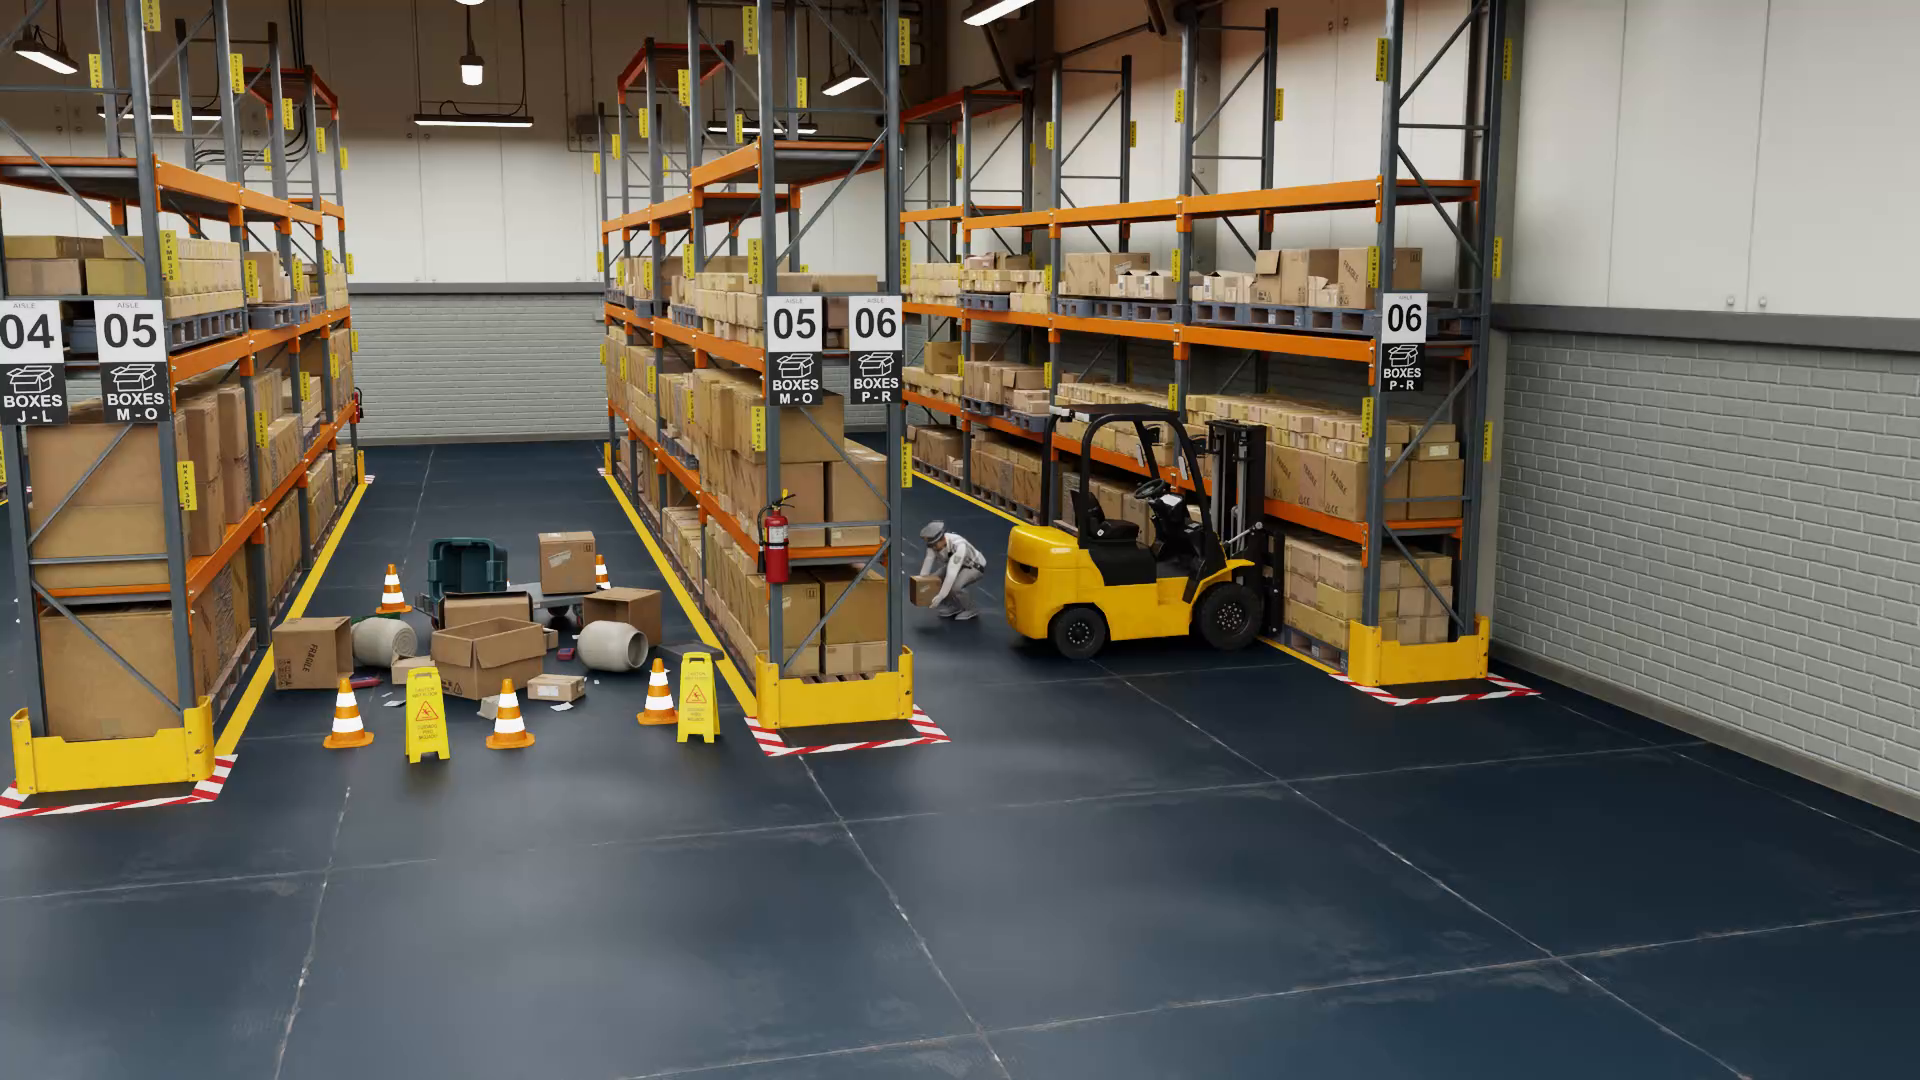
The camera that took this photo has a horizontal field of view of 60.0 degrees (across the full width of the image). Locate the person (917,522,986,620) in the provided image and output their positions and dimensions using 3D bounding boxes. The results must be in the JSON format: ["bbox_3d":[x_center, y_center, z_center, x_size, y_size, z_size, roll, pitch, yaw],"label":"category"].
[{"bbox_3d":[-0.086,0.287,16.223,0.494,0.993,0.818,9,13,44],"label":"person"}]
